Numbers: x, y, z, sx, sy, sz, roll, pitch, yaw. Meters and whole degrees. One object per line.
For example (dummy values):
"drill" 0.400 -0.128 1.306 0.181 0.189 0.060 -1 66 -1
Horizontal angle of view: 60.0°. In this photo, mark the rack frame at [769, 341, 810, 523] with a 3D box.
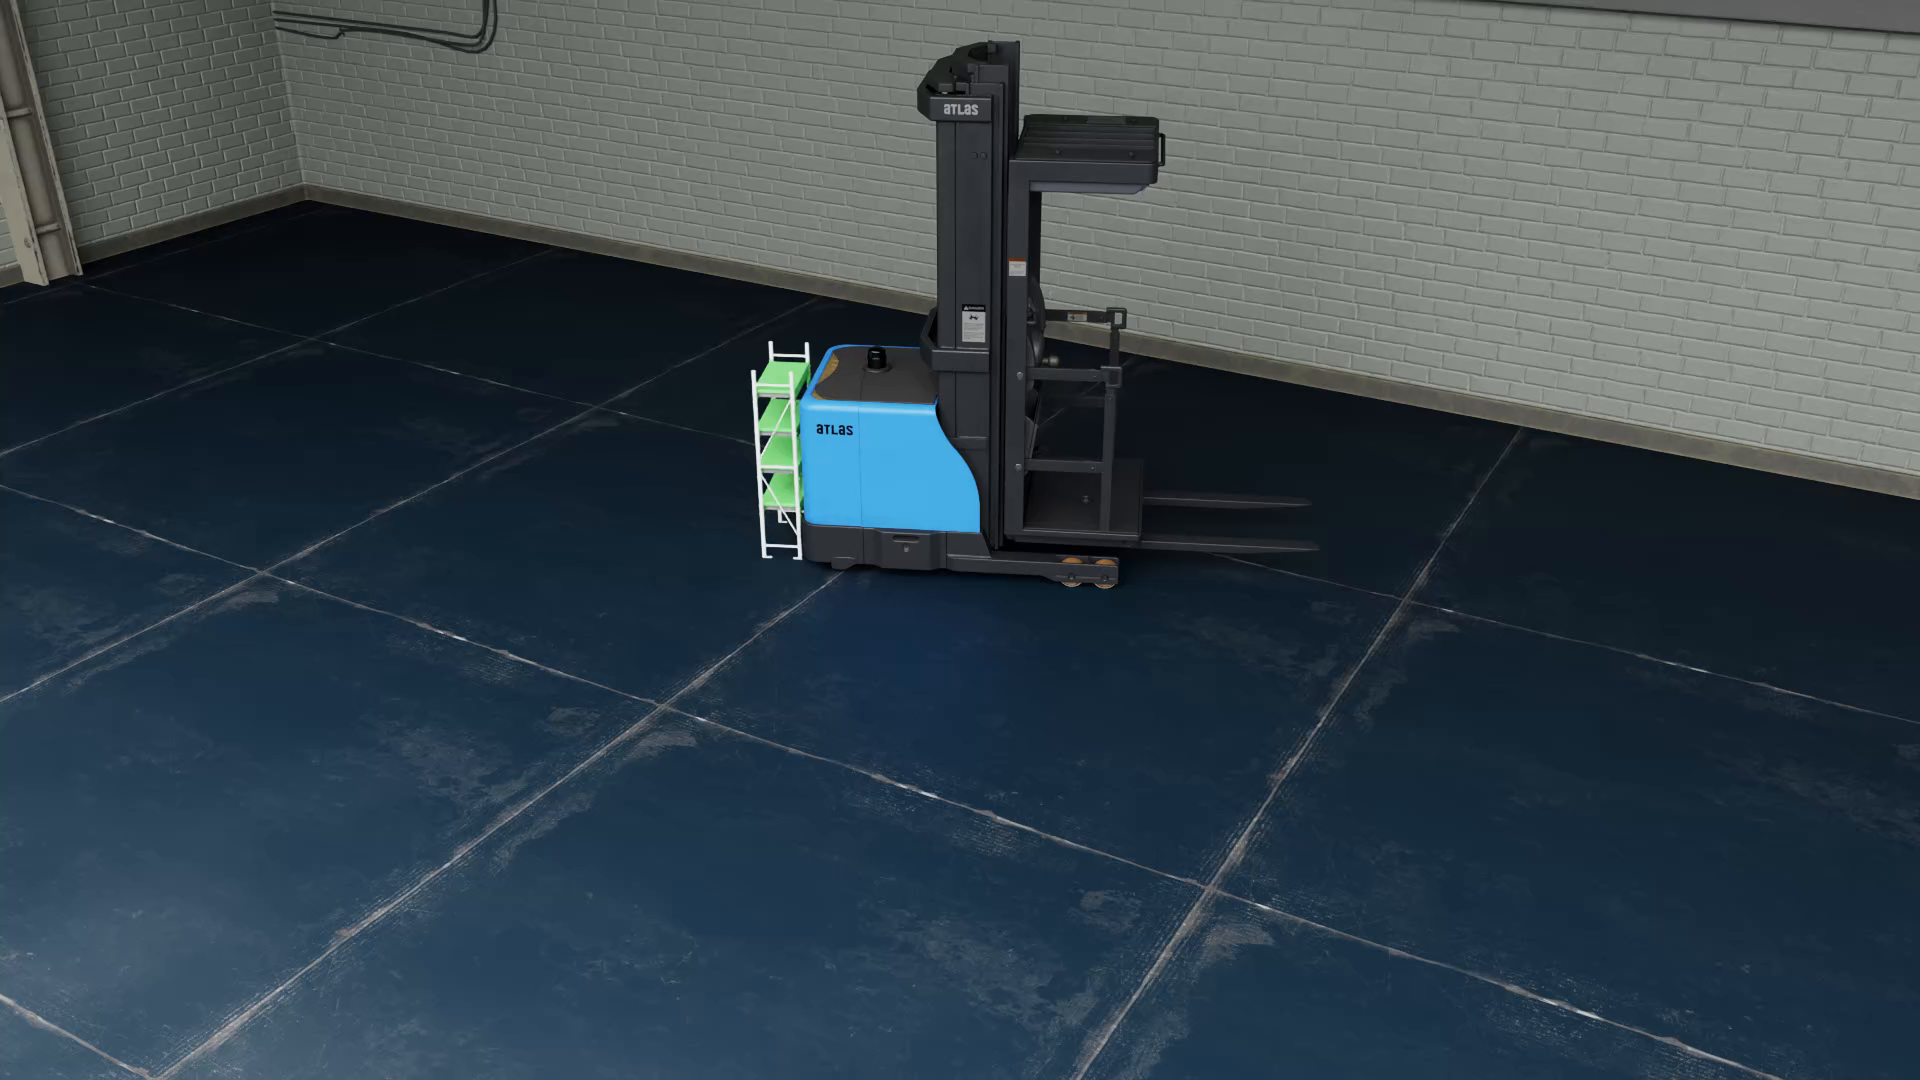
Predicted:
"rack frame" -1.022 -0.644 10.196 0.240 1.200 0.015 3 27 5

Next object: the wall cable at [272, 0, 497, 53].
"wall cable" -5.567 -5.859 15.371 3.097 2.526 0.112 14 30 26

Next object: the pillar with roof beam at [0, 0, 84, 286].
"pillar with roof beam" -4.419 -5.443 11.070 9.100 9.000 0.400 14 30 26

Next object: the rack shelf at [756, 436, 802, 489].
"rack shelf" -1.047 -0.478 10.007 0.258 0.148 0.480 3 27 5

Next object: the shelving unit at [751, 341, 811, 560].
"shelving unit" -1.047 -0.535 9.978 0.258 1.200 0.503 3 27 5

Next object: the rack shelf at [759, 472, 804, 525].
"rack shelf" -1.047 -0.263 10.114 0.258 0.148 0.480 3 27 5

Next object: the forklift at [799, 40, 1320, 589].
"forklift" 0.621 -1.280 9.532 3.031 2.935 1.130 3 27 6

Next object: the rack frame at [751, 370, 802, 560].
"rack frame" -1.072 -0.426 9.761 0.240 1.200 0.015 3 27 5

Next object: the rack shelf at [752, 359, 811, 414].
"rack shelf" -1.047 -0.907 9.792 0.258 0.148 0.480 3 27 5

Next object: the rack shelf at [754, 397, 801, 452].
"rack shelf" -1.047 -0.693 9.900 0.258 0.148 0.480 3 27 5
